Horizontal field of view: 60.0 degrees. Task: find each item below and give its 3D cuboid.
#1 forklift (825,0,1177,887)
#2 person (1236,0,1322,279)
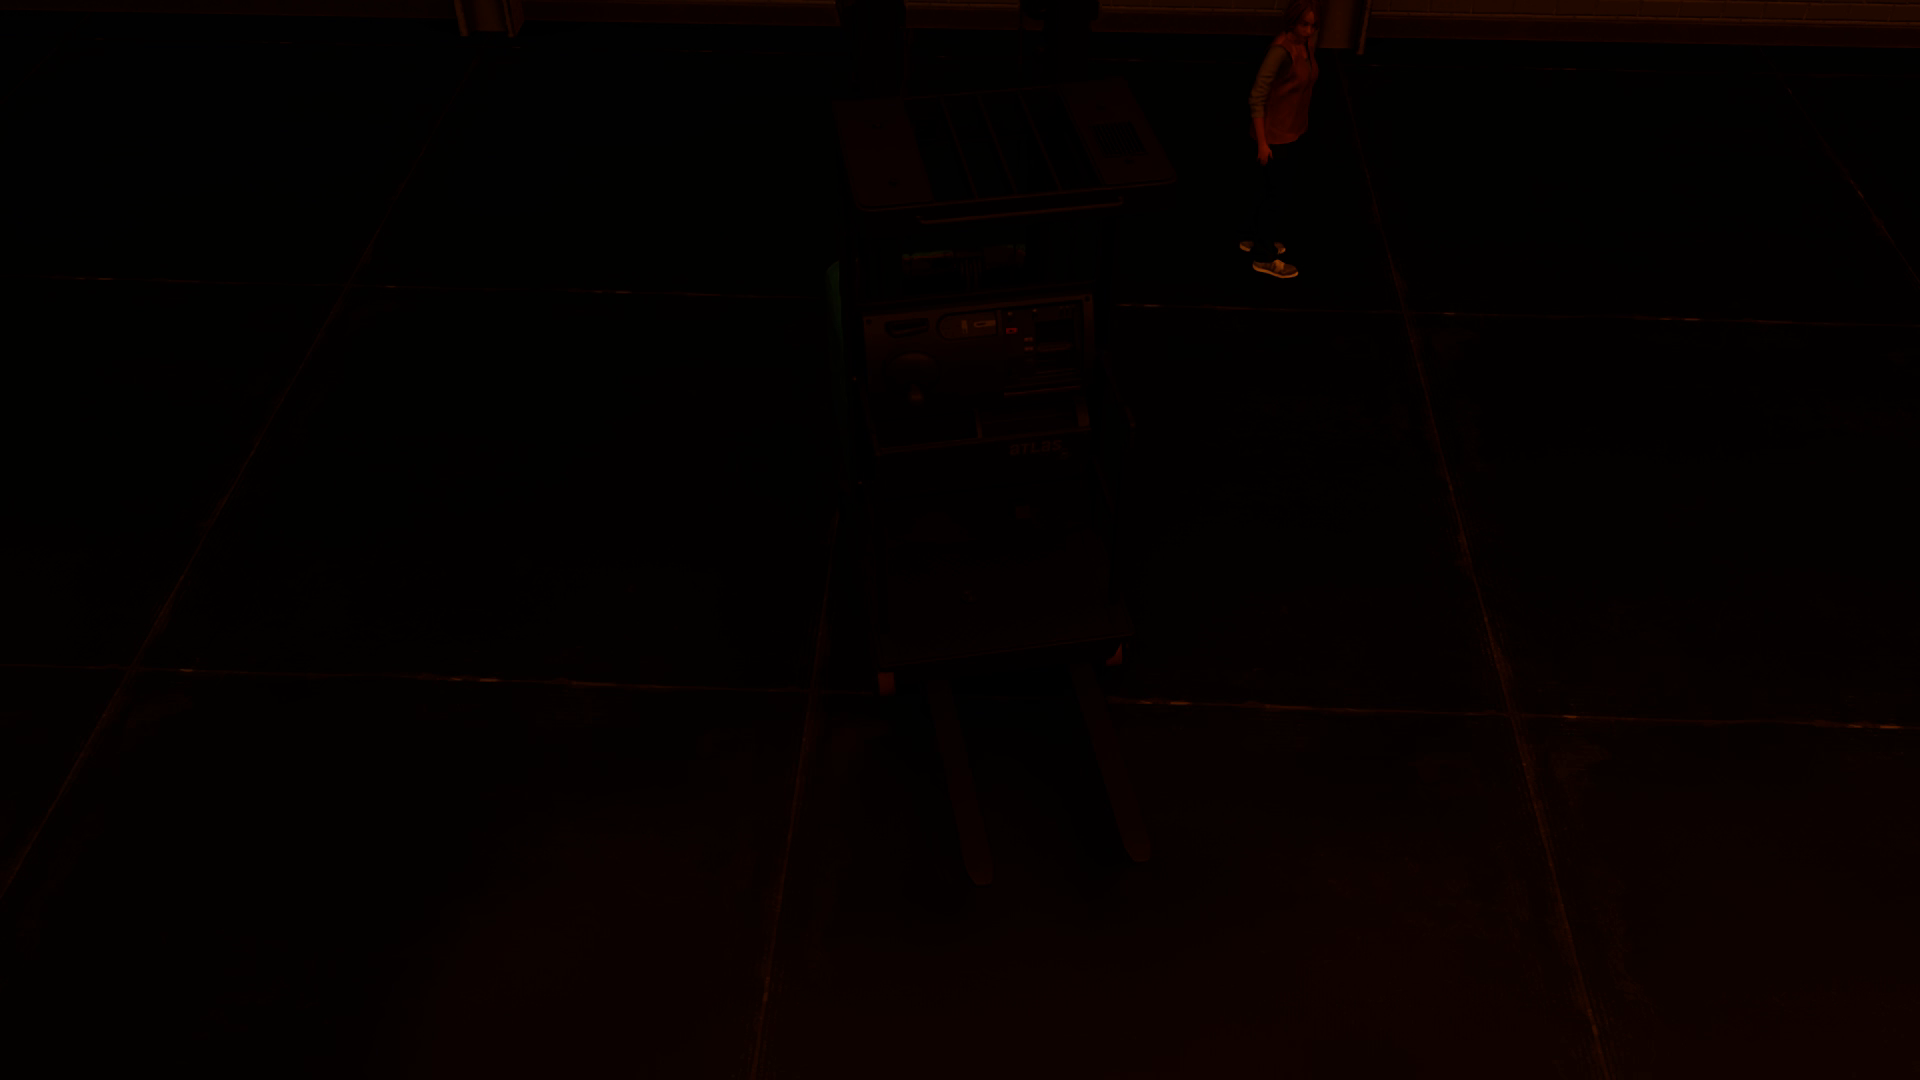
[{"bbox_3d":[0.119,-0.676,6.483,1.130,2.935,3.031,-7,43,-7],"label":"forklift"},{"bbox_3d":[1.803,-2.229,9.183,0.430,1.590,0.595,18,46,19],"label":"person"}]
